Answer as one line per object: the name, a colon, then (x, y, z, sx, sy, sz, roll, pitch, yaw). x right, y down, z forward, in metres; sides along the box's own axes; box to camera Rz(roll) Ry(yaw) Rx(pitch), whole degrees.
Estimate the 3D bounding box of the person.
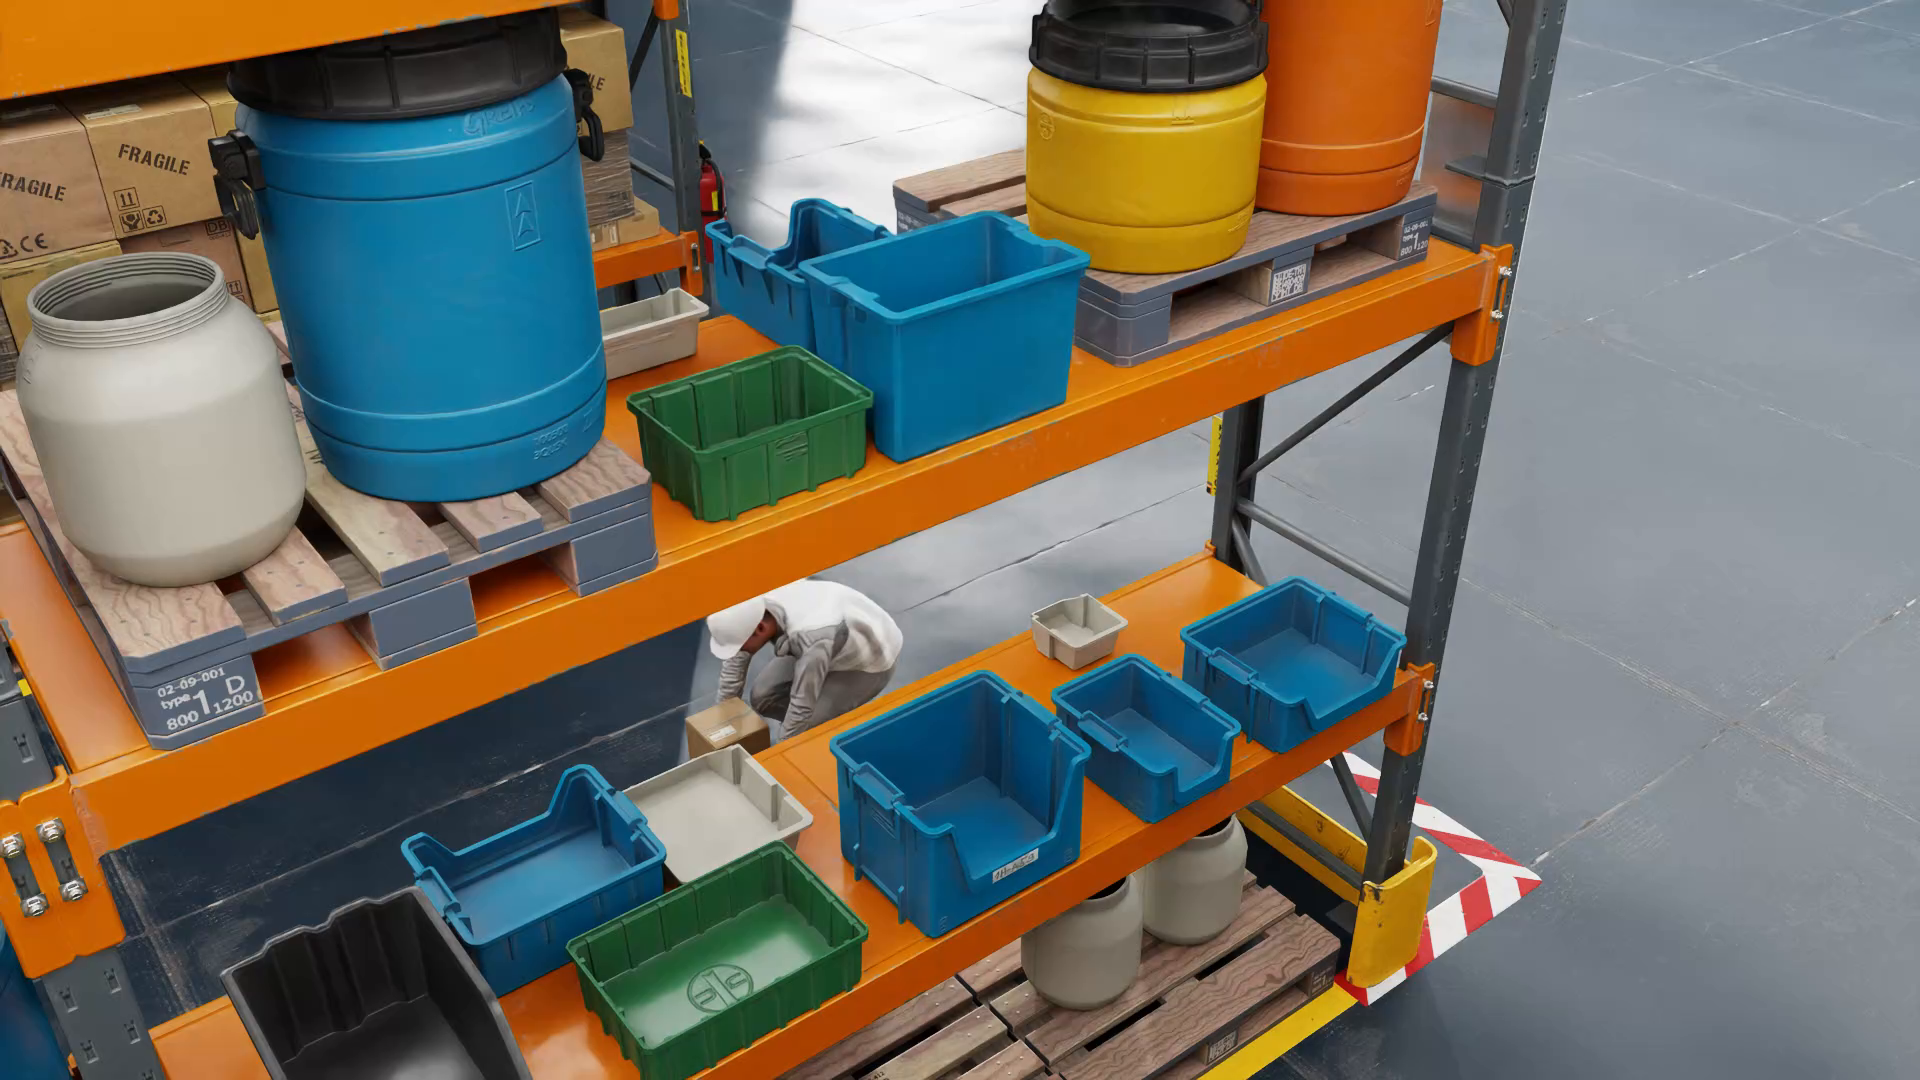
person: (-0.636, 0.550, 6.865, 0.869, 1.105, 0.556, -22, 38, -31)
